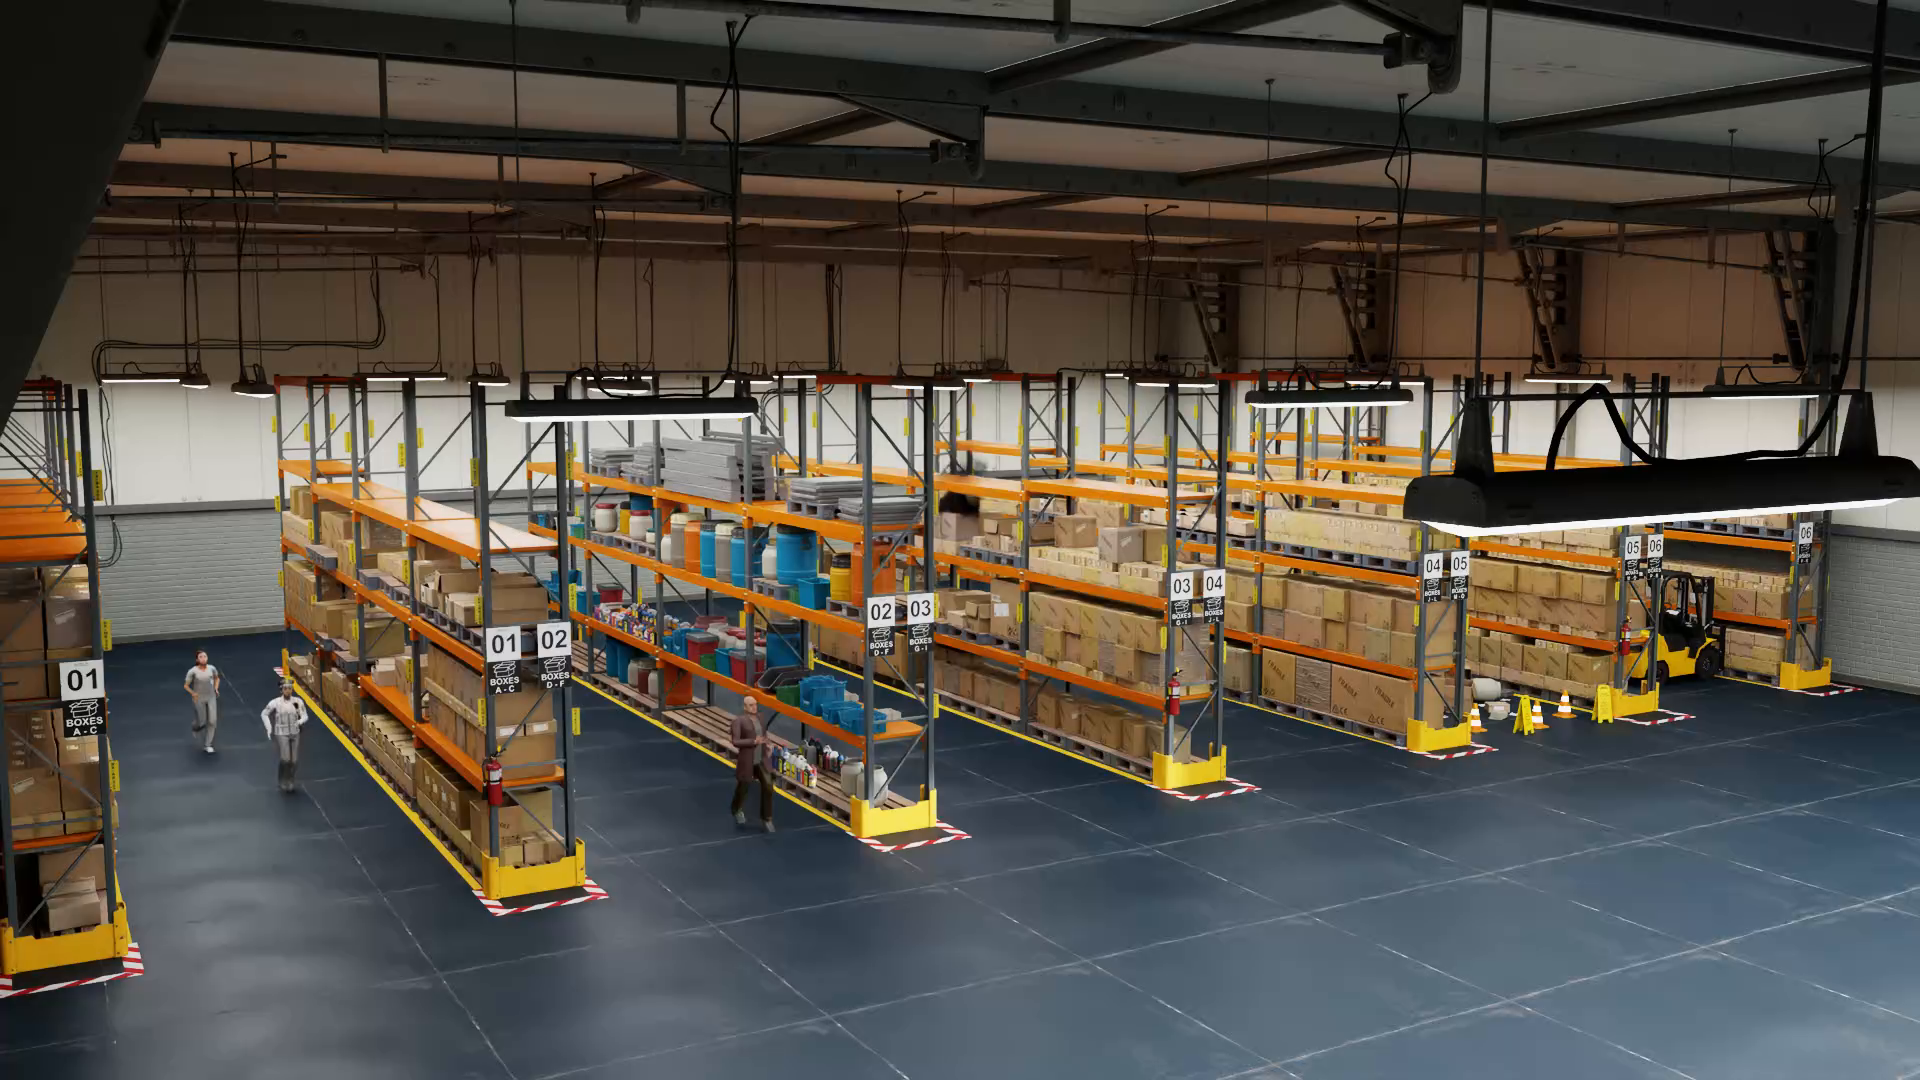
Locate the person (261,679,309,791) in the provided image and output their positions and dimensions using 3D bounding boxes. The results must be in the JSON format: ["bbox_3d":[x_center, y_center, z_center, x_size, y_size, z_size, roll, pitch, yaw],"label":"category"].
[{"bbox_3d":[-9.789,2.843,24.219,0.593,1.660,0.624,-5,8,-37],"label":"person"}]

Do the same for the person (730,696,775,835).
[{"bbox_3d":[-2.809,3.003,22.345,0.677,1.846,0.865,-5,8,-37],"label":"person"}]

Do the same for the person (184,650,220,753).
[{"bbox_3d":[-12.233,2.587,26.884,0.552,1.640,0.731,-6,8,-42],"label":"person"}]

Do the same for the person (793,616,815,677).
[{"bbox_3d":[-2.953,1.925,31.246,0.490,1.624,0.711,-5,8,-37],"label":"person"}]
